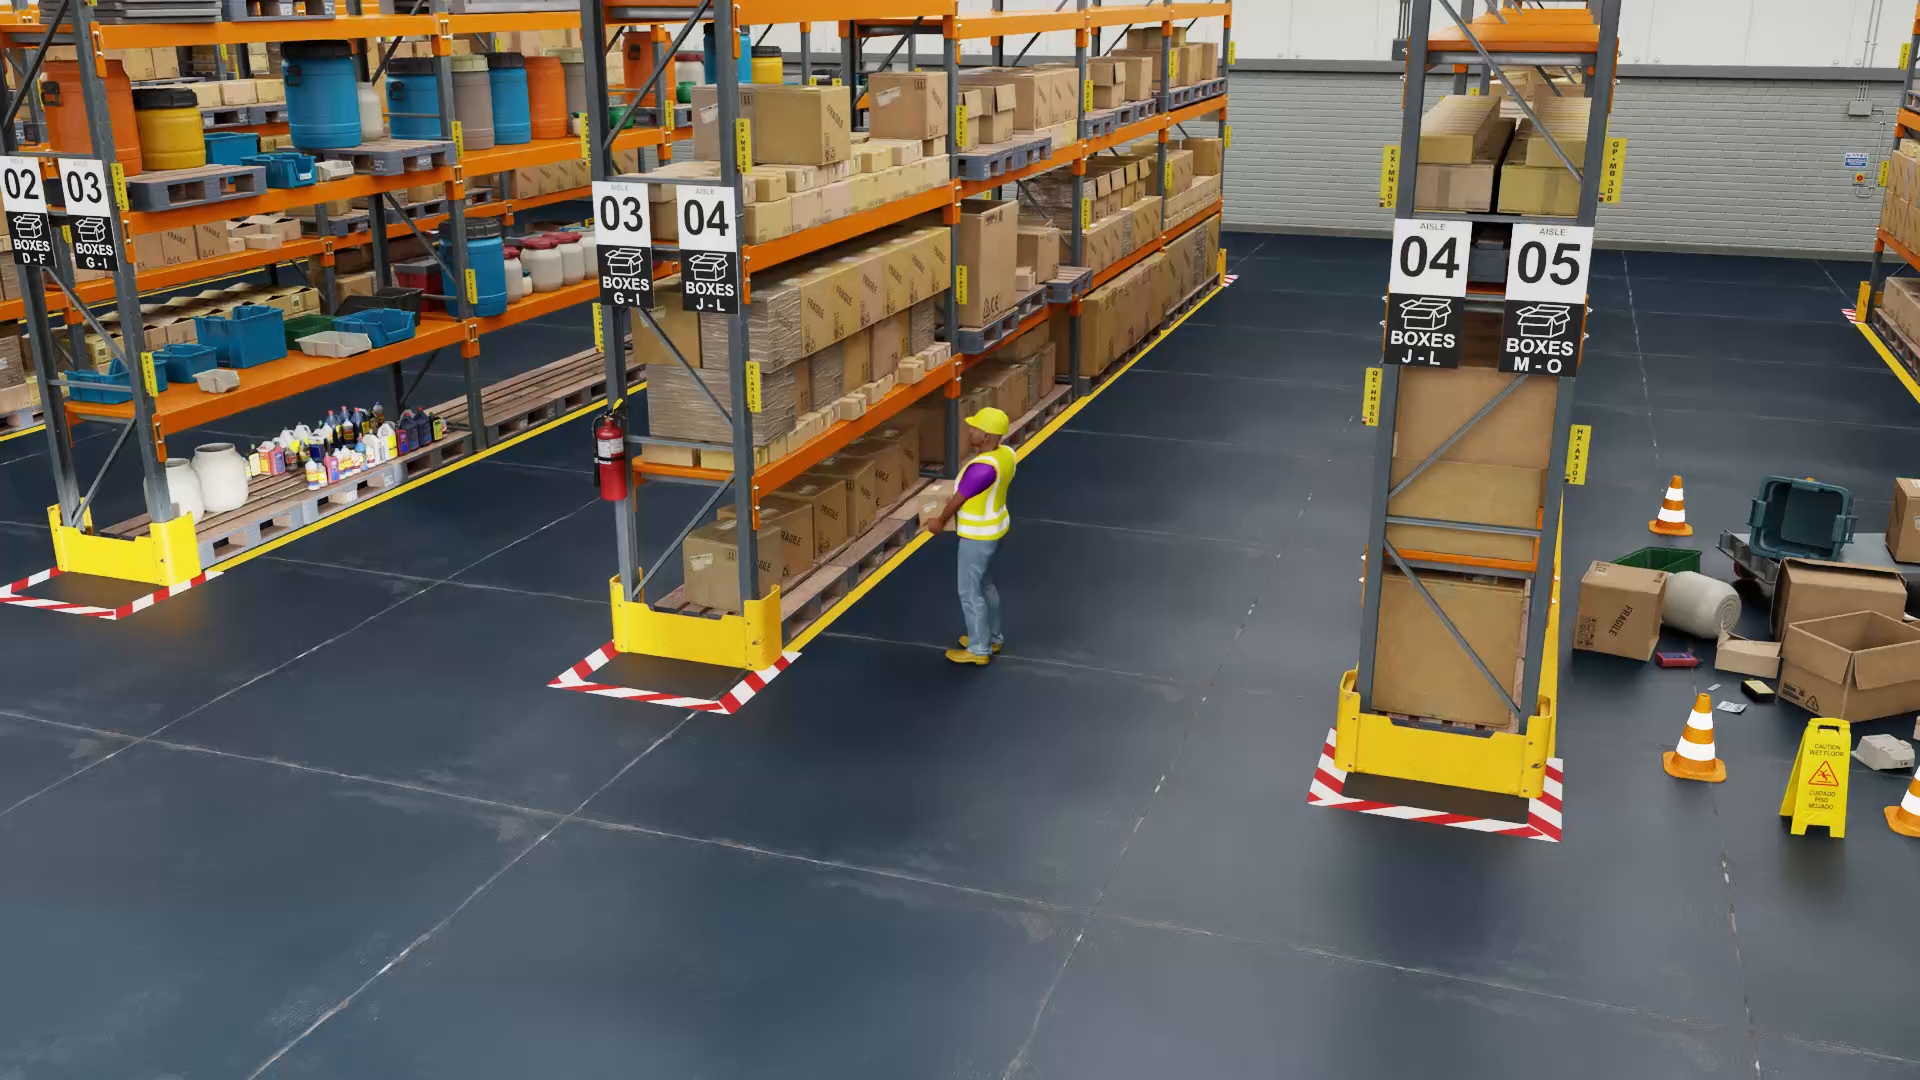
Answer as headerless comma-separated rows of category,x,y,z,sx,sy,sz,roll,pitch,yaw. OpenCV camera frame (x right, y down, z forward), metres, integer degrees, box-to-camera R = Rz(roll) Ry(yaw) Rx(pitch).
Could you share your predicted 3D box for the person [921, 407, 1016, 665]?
person,0.053,-0.048,11.175,0.577,1.761,0.502,6,20,18
